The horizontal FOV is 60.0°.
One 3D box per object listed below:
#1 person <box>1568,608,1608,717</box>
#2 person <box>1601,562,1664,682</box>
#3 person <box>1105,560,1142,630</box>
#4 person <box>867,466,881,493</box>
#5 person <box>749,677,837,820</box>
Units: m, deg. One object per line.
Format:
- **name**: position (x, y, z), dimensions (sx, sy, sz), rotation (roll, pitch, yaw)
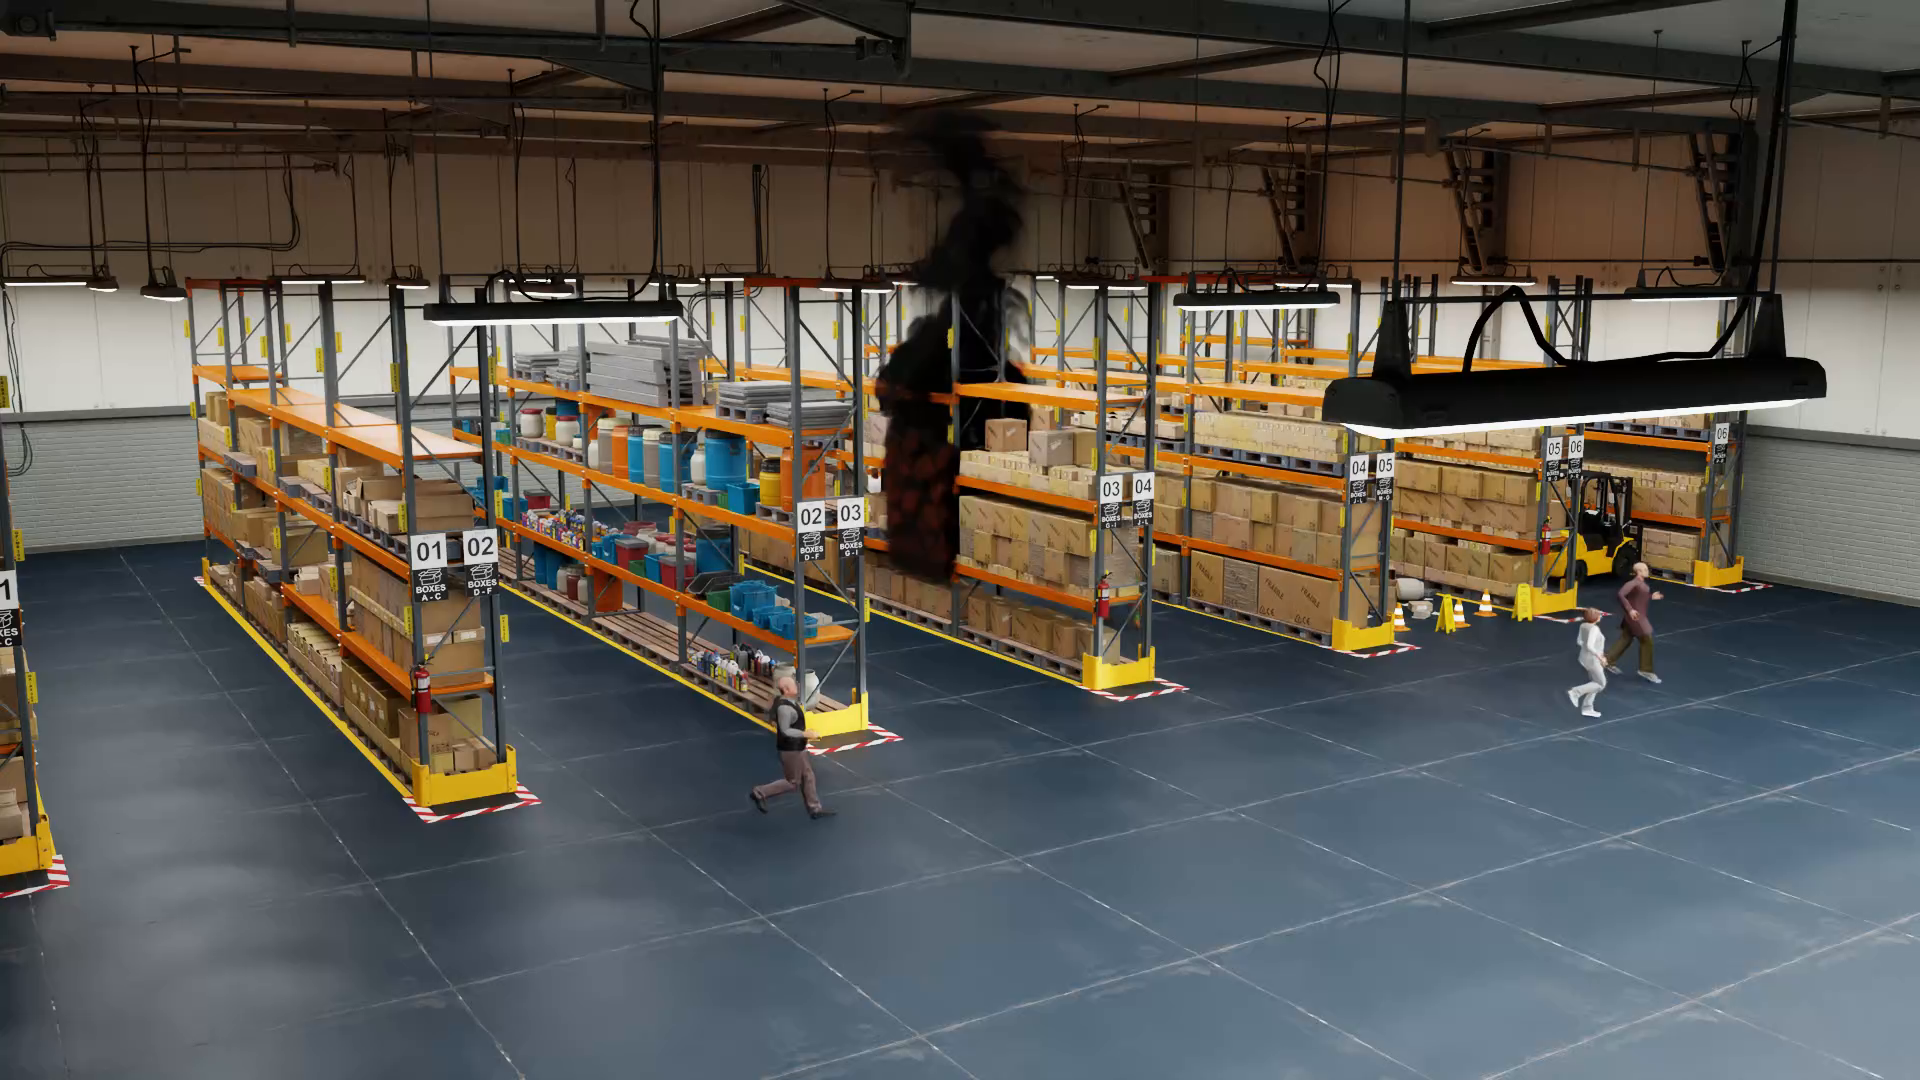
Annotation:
- **person**: position (8.763, 1.715, 23.226), dimensions (0.549, 1.546, 0.538), rotation (0, 10, -2)
- **person**: position (10.253, 1.241, 25.349), dimensions (0.925, 1.822, 0.674), rotation (3, 10, 17)
- **person**: position (2.881, 0.624, 28.985), dimensions (0.669, 1.812, 0.893), rotation (-7, 12, -37)
- **person**: position (-1.938, -0.844, 37.679), dimensions (0.677, 1.825, 0.797), rotation (-6, 11, -34)
- **person**: position (-1.899, 2.366, 18.845), dimensions (0.984, 1.682, 0.677), rotation (-1, 10, -5)
